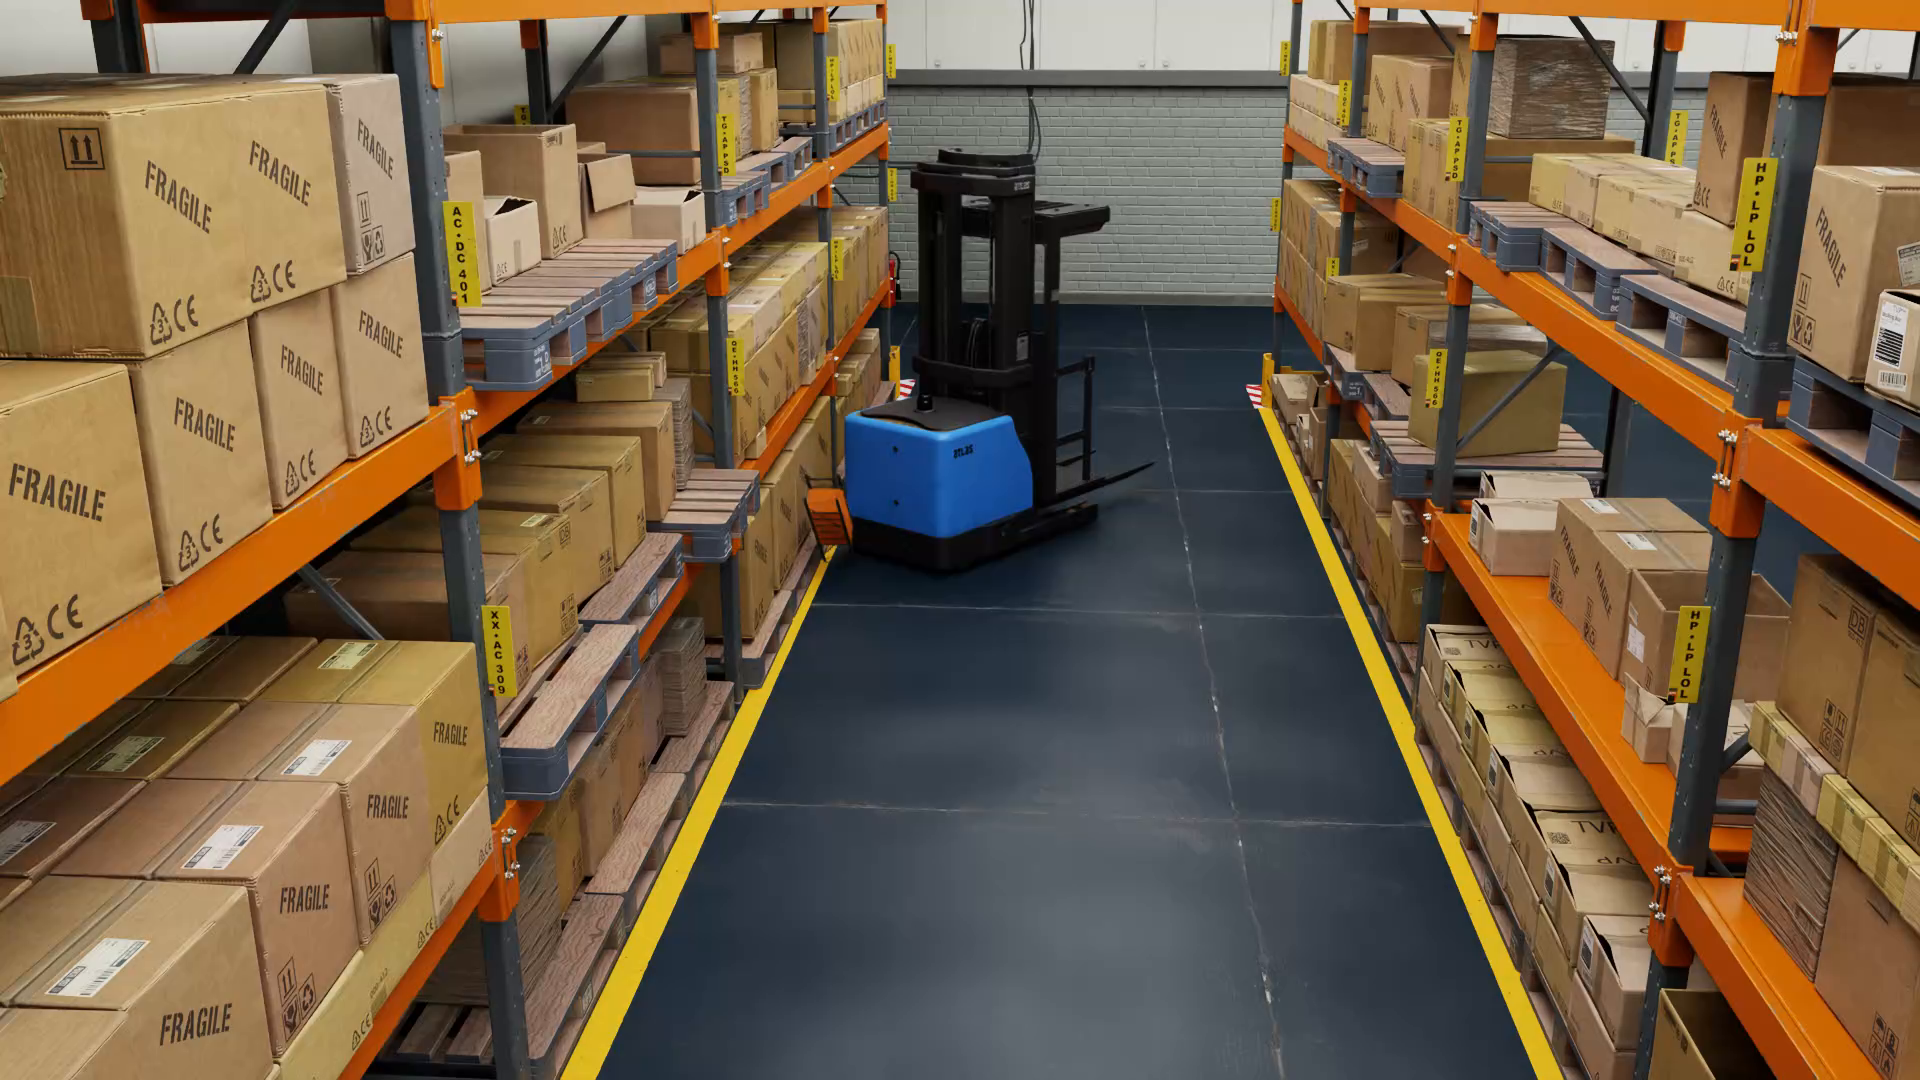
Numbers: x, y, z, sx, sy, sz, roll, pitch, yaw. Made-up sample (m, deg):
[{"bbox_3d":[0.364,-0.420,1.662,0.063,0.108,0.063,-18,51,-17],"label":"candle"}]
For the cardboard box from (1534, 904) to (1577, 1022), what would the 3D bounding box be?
[{"bbox_3d":[2.631,1.700,6.658,0.500,0.250,0.500,1,18,3],"label":"cardboard box"}]

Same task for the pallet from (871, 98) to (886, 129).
[{"bbox_3d":[-1.272,-4.103,15.954,1.003,0.211,1.213,1,18,4],"label":"pallet"}]

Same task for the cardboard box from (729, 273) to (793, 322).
[{"bbox_3d":[-1.413,-1.637,11.227,0.500,0.250,0.500,1,18,3],"label":"cardboard box"}]

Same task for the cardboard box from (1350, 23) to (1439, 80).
[{"bbox_3d":[3.629,-4.007,13.750,0.700,0.500,0.500,1,18,4],"label":"cardboard box"}]

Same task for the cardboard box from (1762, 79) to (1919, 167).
[{"bbox_3d":[2.936,-1.215,5.359,0.500,0.500,0.500,2,18,5],"label":"cardboard box"}]

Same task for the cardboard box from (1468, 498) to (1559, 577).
[{"bbox_3d":[2.882,-0.041,8.374,0.500,0.311,0.500,1,18,3],"label":"cardboard box"}]

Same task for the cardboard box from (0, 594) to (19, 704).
[{"bbox_3d":[-1.995,0.110,2.759,0.500,0.500,0.500,2,18,6],"label":"cardboard box"}]

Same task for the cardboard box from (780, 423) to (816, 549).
[{"bbox_3d":[-1.493,-0.406,12.122,0.750,0.750,0.750,2,18,6],"label":"cardboard box"}]

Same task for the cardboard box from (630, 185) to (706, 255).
[{"bbox_3d":[-1.585,-1.629,8.371,0.500,0.311,0.500,1,18,4],"label":"cardboard box"}]

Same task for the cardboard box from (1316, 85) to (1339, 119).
[{"bbox_3d":[3.267,-3.658,13.891,0.500,0.250,0.500,1,18,4],"label":"cardboard box"}]

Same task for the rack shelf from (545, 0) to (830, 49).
[{"bbox_3d":[-1.659,-3.406,10.664,1.077,0.370,4.000,1,18,4],"label":"rack shelf"}]

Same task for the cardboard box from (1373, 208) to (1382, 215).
[{"bbox_3d":[3.814,-2.582,14.218,0.500,0.500,0.500,1,18,2],"label":"cardboard box"}]

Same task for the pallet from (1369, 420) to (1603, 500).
[{"bbox_3d":[3.118,-0.478,9.872,1.213,0.211,1.003,1,18,4],"label":"pallet"}]

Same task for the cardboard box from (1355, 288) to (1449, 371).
[{"bbox_3d":[3.183,-1.489,11.815,0.700,0.500,0.500,4,19,13],"label":"cardboard box"}]

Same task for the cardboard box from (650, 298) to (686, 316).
[{"bbox_3d":[-1.988,-1.328,10.285,0.500,0.250,0.500,1,18,2],"label":"cardboard box"}]

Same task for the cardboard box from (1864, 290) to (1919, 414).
[{"bbox_3d":[2.514,-0.445,3.892,0.500,0.311,0.500,0,18,1],"label":"cardboard box"}]

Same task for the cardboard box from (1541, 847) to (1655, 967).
[{"bbox_3d":[2.626,1.432,6.576,0.500,0.311,0.500,2,18,5],"label":"cardboard box"}]

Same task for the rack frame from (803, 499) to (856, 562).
[{"bbox_3d":[-0.921,-0.056,11.847,0.240,0.006,1.200,0,-21,3],"label":"rack frame"}]

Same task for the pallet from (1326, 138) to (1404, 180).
[{"bbox_3d":[3.309,-2.734,11.935,1.213,0.211,1.003,1,18,4],"label":"pallet"}]

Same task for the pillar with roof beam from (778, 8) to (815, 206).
[{"bbox_3d":[2.396,-6.563,18.502,9.100,9.000,0.400,1,18,4],"label":"pillar with roof beam"}]

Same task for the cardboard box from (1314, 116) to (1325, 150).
[{"bbox_3d":[3.269,-3.421,13.969,0.500,0.250,0.500,1,18,4],"label":"cardboard box"}]

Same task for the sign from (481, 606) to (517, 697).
[{"bbox_3d":[-1.547,0.374,5.573,0.100,0.325,0.005,1,18,4],"label":"sign"}]

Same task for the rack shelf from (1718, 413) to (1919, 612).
[{"bbox_3d":[2.709,0.423,3.152,1.077,0.370,4.000,1,18,4],"label":"rack shelf"}]

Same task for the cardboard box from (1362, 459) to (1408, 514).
[{"bbox_3d":[3.041,-0.365,11.325,0.500,0.250,0.500,1,18,3],"label":"cardboard box"}]

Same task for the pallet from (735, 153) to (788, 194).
[{"bbox_3d":[-1.732,-2.350,10.765,1.003,0.211,1.213,2,18,6],"label":"pallet"}]

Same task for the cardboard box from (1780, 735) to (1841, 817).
[{"bbox_3d":[2.622,0.687,4.807,0.380,0.149,0.250,2,18,5],"label":"cardboard box"}]

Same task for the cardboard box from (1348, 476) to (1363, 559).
[{"bbox_3d":[3.077,-0.155,11.885,0.500,0.500,0.500,2,18,5],"label":"cardboard box"}]

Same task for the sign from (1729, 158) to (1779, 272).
[{"bbox_3d":[2.310,-0.944,4.834,0.100,0.325,0.005,1,18,4],"label":"sign"}]

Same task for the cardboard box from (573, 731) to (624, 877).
[{"bbox_3d":[-1.989,1.207,7.731,0.700,0.500,0.500,1,18,5],"label":"cardboard box"}]

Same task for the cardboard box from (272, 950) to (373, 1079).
[{"bbox_3d":[-1.885,1.303,4.338,0.500,0.250,0.500,1,18,4],"label":"cardboard box"}]

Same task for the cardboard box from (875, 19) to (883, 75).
[{"bbox_3d":[-1.009,-4.675,15.757,0.500,0.500,0.500,1,18,4],"label":"cardboard box"}]

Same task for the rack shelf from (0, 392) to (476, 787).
[{"bbox_3d":[-2.232,0.314,3.486,1.077,0.370,4.000,1,18,4],"label":"rack shelf"}]

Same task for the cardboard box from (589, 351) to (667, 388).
[{"bbox_3d":[-1.797,-0.923,9.014,0.380,0.149,0.250,-1,18,-3],"label":"cardboard box"}]

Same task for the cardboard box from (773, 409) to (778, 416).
[{"bbox_3d":[-1.449,-0.930,11.315,0.380,0.149,0.250,1,18,4],"label":"cardboard box"}]

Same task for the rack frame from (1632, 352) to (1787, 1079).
[{"bbox_3d":[2.852,0.886,5.403,1.000,3.000,0.127,1,18,4],"label":"rack frame"}]

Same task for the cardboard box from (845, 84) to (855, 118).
[{"bbox_3d":[-1.152,-3.676,13.914,0.500,0.250,0.500,1,18,3],"label":"cardboard box"}]

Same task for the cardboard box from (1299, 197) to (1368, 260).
[{"bbox_3d":[3.311,-2.757,14.752,0.500,0.500,0.500,1,18,3],"label":"cardboard box"}]

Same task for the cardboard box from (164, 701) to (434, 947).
[{"bbox_3d":[-1.845,0.790,4.698,0.500,0.500,0.500,1,18,4],"label":"cardboard box"}]

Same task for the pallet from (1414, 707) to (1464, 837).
[{"bbox_3d":[3.041,1.223,8.851,1.003,0.211,1.213,1,18,4],"label":"pallet"}]

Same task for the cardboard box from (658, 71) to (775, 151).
[{"bbox_3d":[-1.664,-2.945,11.410,0.700,0.500,0.500,1,18,3],"label":"cardboard box"}]

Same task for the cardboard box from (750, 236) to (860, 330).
[{"bbox_3d":[-1.403,-2.246,14.478,0.980,0.700,0.700,1,18,3],"label":"cardboard box"}]

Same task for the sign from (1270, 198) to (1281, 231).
[{"bbox_3d":[3.171,-3.265,16.679,0.100,0.325,0.005,1,18,4],"label":"sign"}]

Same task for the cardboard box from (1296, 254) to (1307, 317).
[{"bbox_3d":[3.310,-2.286,14.920,0.500,0.500,0.500,2,18,5],"label":"cardboard box"}]

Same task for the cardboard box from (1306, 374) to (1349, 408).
[{"bbox_3d":[3.555,-1.205,15.087,0.797,0.503,0.637,1,18,4],"label":"cardboard box"}]

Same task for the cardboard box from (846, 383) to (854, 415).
[{"bbox_3d":[-1.320,-1.106,14.821,0.700,0.500,0.500,1,18,3],"label":"cardboard box"}]

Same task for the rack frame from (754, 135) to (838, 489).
[{"bbox_3d":[-1.516,-1.708,13.320,1.000,3.000,0.127,1,18,4],"label":"rack frame"}]

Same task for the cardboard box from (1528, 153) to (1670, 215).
[{"bbox_3d":[3.163,-1.768,8.252,0.500,0.250,0.500,0,18,0],"label":"cardboard box"}]

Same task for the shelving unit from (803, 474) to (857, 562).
[{"bbox_3d":[-0.919,-0.141,11.881,0.258,0.189,1.200,0,-21,3],"label":"shelving unit"}]

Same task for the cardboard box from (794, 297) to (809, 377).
[{"bbox_3d":[-1.368,-1.443,11.840,0.500,0.500,0.500,1,18,4],"label":"cardboard box"}]

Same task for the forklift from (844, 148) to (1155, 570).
[{"bbox_3d":[0.453,-1.562,12.984,1.130,2.935,3.031,15,23,37],"label":"forklift"}]

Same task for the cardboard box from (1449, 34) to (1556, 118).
[{"bbox_3d":[3.250,-2.757,9.936,0.500,0.500,0.500,1,18,4],"label":"cardboard box"}]

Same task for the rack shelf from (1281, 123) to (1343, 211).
[{"bbox_3d":[3.569,-3.304,14.527,1.077,0.370,4.000,1,18,4],"label":"rack shelf"}]
